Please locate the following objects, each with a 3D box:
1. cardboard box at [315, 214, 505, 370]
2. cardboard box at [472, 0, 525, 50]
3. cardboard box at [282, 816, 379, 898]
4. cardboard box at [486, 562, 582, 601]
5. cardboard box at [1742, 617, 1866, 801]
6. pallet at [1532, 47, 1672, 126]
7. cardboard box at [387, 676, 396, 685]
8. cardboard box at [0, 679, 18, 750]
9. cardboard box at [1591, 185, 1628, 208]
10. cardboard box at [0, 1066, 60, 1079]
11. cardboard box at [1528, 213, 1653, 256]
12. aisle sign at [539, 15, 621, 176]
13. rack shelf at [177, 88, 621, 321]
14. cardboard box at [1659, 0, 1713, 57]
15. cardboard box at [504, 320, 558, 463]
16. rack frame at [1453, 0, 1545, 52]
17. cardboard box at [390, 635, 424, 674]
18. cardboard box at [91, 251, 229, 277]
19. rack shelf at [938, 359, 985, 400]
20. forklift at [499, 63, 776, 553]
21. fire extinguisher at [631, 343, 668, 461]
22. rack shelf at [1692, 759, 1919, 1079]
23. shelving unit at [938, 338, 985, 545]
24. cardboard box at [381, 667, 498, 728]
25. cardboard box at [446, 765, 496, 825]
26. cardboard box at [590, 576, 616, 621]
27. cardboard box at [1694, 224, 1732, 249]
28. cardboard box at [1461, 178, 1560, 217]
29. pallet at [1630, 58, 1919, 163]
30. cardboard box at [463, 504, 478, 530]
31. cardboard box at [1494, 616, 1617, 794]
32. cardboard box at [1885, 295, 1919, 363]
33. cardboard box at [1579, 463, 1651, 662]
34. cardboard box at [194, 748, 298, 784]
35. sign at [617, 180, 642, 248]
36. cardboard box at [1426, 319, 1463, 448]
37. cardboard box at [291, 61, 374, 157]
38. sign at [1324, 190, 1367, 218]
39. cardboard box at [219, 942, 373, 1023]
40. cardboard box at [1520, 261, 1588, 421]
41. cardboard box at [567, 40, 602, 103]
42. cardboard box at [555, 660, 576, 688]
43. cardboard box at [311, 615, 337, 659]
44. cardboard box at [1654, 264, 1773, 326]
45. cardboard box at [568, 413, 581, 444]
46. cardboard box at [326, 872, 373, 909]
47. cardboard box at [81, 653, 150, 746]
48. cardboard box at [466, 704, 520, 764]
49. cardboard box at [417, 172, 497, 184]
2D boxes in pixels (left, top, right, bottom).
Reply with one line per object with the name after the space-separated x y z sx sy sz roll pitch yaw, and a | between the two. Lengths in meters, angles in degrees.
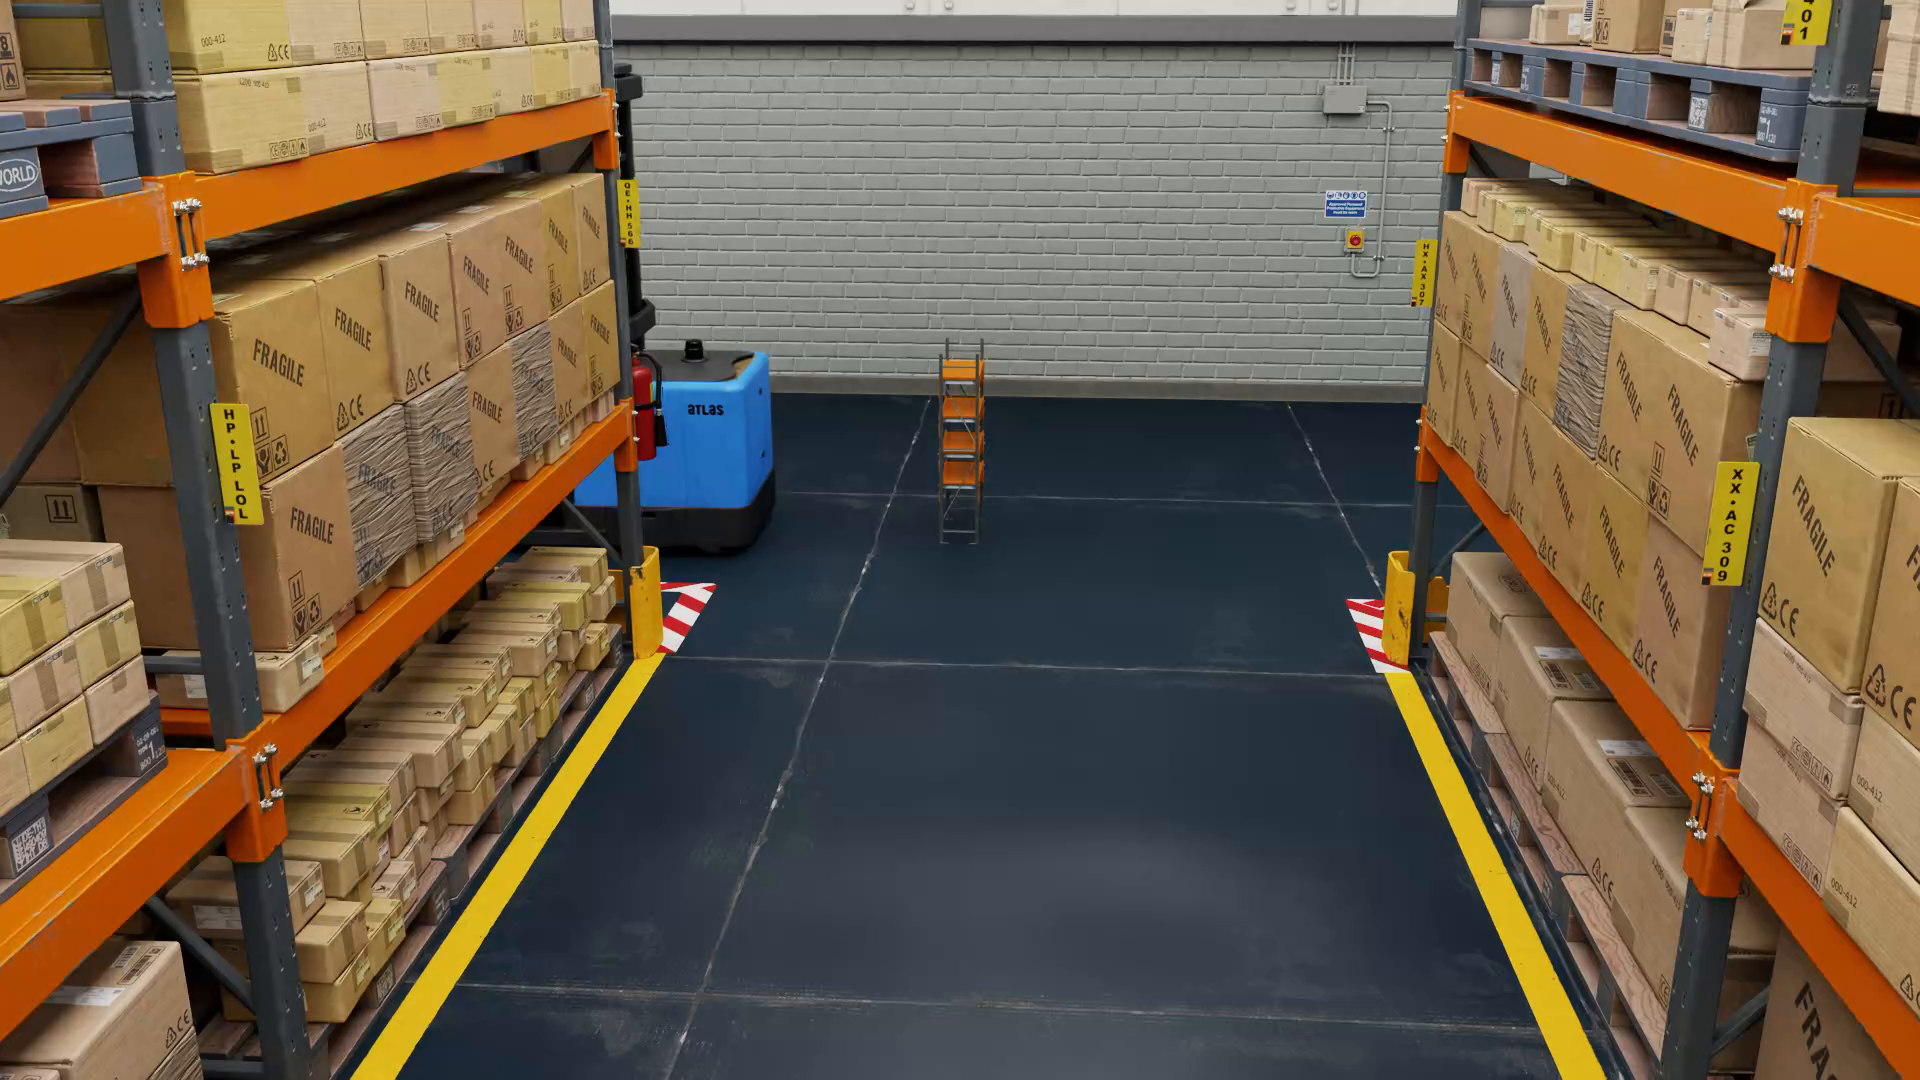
-2.040 -0.933 6.208 0.500 0.500 0.500 1 18 2 | cardboard box
-2.010 -2.025 6.406 0.500 0.250 0.500 2 18 5 | cardboard box
-2.132 1.028 5.416 0.380 0.149 0.250 2 18 7 | cardboard box
-2.016 0.220 7.884 0.380 0.149 0.250 2 18 5 | cardboard box
2.189 0.386 3.866 0.500 0.250 0.500 1 18 2 | cardboard box
2.661 -1.593 5.794 1.003 0.211 1.213 1 18 4 | pallet
-2.484 0.680 6.957 0.380 0.149 0.250 2 18 7 | cardboard box
-2.313 0.408 3.612 0.380 0.149 0.250 2 18 6 | cardboard box
2.968 -1.456 7.242 0.380 0.149 0.250 2 18 5 | cardboard box
-2.294 1.371 3.558 0.500 0.250 0.500 2 18 7 | cardboard box
2.379 -1.145 6.292 0.380 0.149 0.250 1 18 4 | cardboard box
-1.851 -2.151 7.996 0.394 0.787 0.004 1 18 4 | aisle sign
-2.299 -1.362 6.101 1.077 0.370 4.000 1 18 4 | rack shelf
2.566 -1.719 5.035 0.797 0.503 0.637 3 18 8 | cardboard box
-2.000 -0.626 6.877 0.500 0.500 0.500 1 18 4 | cardboard box
2.789 -3.671 7.176 1.000 3.000 0.127 1 18 4 | rack frame
-2.542 0.456 7.161 0.380 0.149 0.250 2 18 6 | cardboard box
-2.647 -0.634 5.297 0.500 0.500 0.500 1 18 2 | cardboard box
0.012 -0.995 10.271 0.258 0.148 0.480 1 18 4 | rack shelf
-2.750 -1.472 10.209 3.031 2.935 1.130 1 18 3 | forklift
-1.678 -0.754 8.629 0.296 0.674 0.183 1 18 4 | fire extinguisher
2.359 1.385 2.535 1.077 0.370 4.000 1 18 4 | rack shelf
0.012 -0.622 10.393 0.258 1.200 0.503 1 18 4 | shelving unit
-2.074 0.628 6.638 0.380 0.149 0.250 1 18 4 | cardboard box
-2.044 0.988 6.495 0.380 0.149 0.250 1 18 2 | cardboard box
-1.909 0.284 8.164 0.380 0.149 0.250 1 18 2 | cardboard box
2.888 -1.057 6.023 0.380 0.149 0.250 2 18 6 | cardboard box
2.487 -1.547 7.520 0.380 0.149 0.250 2 18 5 | cardboard box
2.571 -1.215 4.640 1.003 0.211 1.213 1 18 4 | pallet
-2.077 -0.113 6.354 0.380 0.149 0.250 2 18 6 | cardboard box
2.784 0.689 6.943 0.875 0.438 0.875 2 18 5 | cardboard box
2.786 -0.581 4.572 0.380 0.149 0.250 2 18 5 | cardboard box
2.312 0.065 5.248 0.500 0.500 0.500 1 18 3 | cardboard box
-2.591 0.862 5.923 0.380 0.149 0.250 2 18 6 | cardboard box
-1.604 -1.582 8.065 0.100 0.325 0.005 1 18 4 | sign
2.468 -0.725 7.659 0.500 0.500 0.500 1 18 3 | cardboard box
-2.119 -1.305 5.013 0.500 0.250 0.500 1 18 3 | cardboard box
3.126 -2.721 13.476 0.327 0.218 0.001 1 18 4 | sign
-2.096 1.392 5.262 0.380 0.149 0.250 0 18 2 | cardboard box
2.376 -0.725 6.052 0.500 0.500 0.500 1 18 4 | cardboard box
-1.925 -2.107 7.459 0.500 0.250 0.500 1 18 3 | cardboard box
-2.008 0.586 7.722 0.380 0.149 0.250 1 18 4 | cardboard box
-2.152 0.299 5.096 0.380 0.149 0.250 2 18 6 | cardboard box
2.362 -0.748 5.080 0.380 0.149 0.250 1 18 3 | cardboard box
-1.956 -0.518 7.591 0.380 0.149 0.250 1 18 3 | cardboard box
-2.169 1.170 5.460 0.380 0.149 0.250 1 18 4 | cardboard box
-2.274 0.390 4.144 0.380 0.149 0.250 1 18 3 | cardboard box
-1.998 0.772 6.675 0.380 0.149 0.250 1 18 4 | cardboard box
-2.453 -1.430 7.727 0.500 0.500 0.500 1 18 4 | cardboard box
